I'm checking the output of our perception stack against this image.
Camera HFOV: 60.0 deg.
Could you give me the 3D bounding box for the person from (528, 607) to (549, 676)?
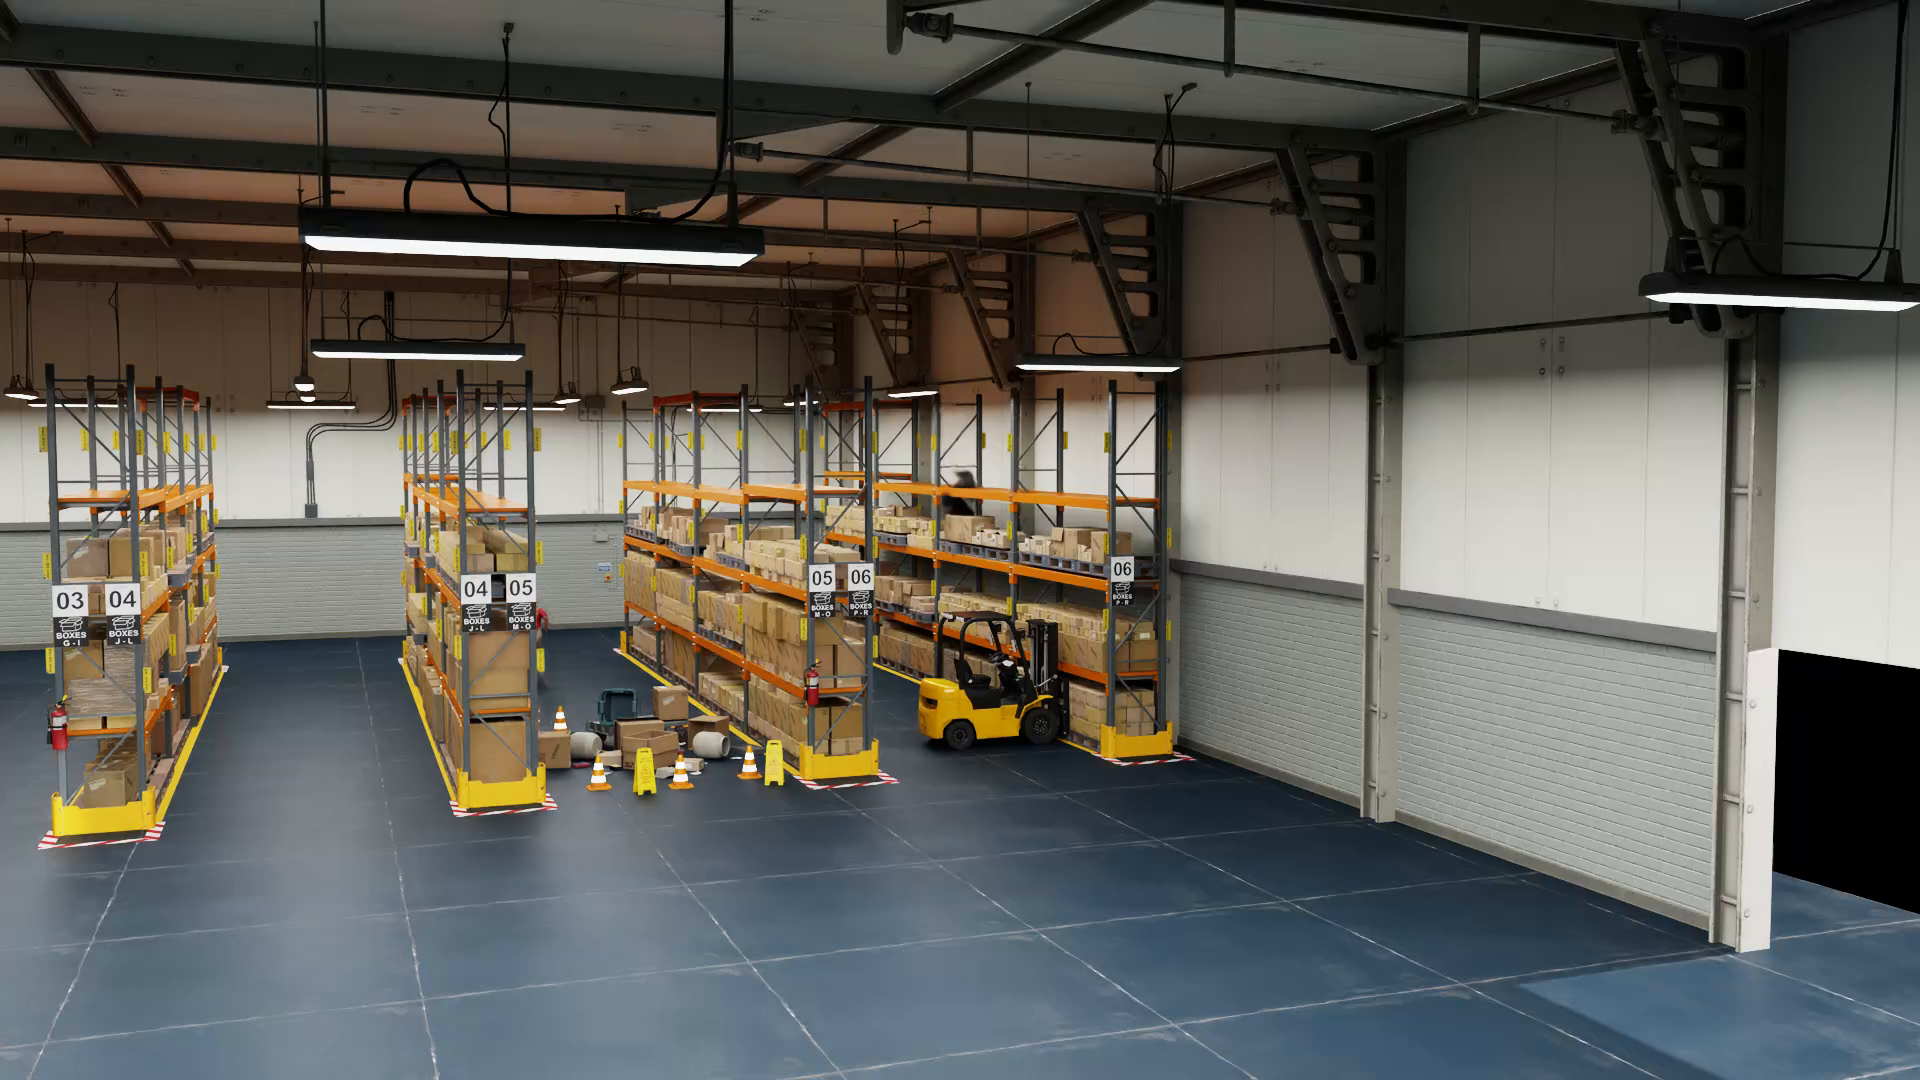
[{"bbox_3d":[-9.147,2.077,35.564,0.634,1.777,0.749,-1,4,-21],"label":"person"}]
